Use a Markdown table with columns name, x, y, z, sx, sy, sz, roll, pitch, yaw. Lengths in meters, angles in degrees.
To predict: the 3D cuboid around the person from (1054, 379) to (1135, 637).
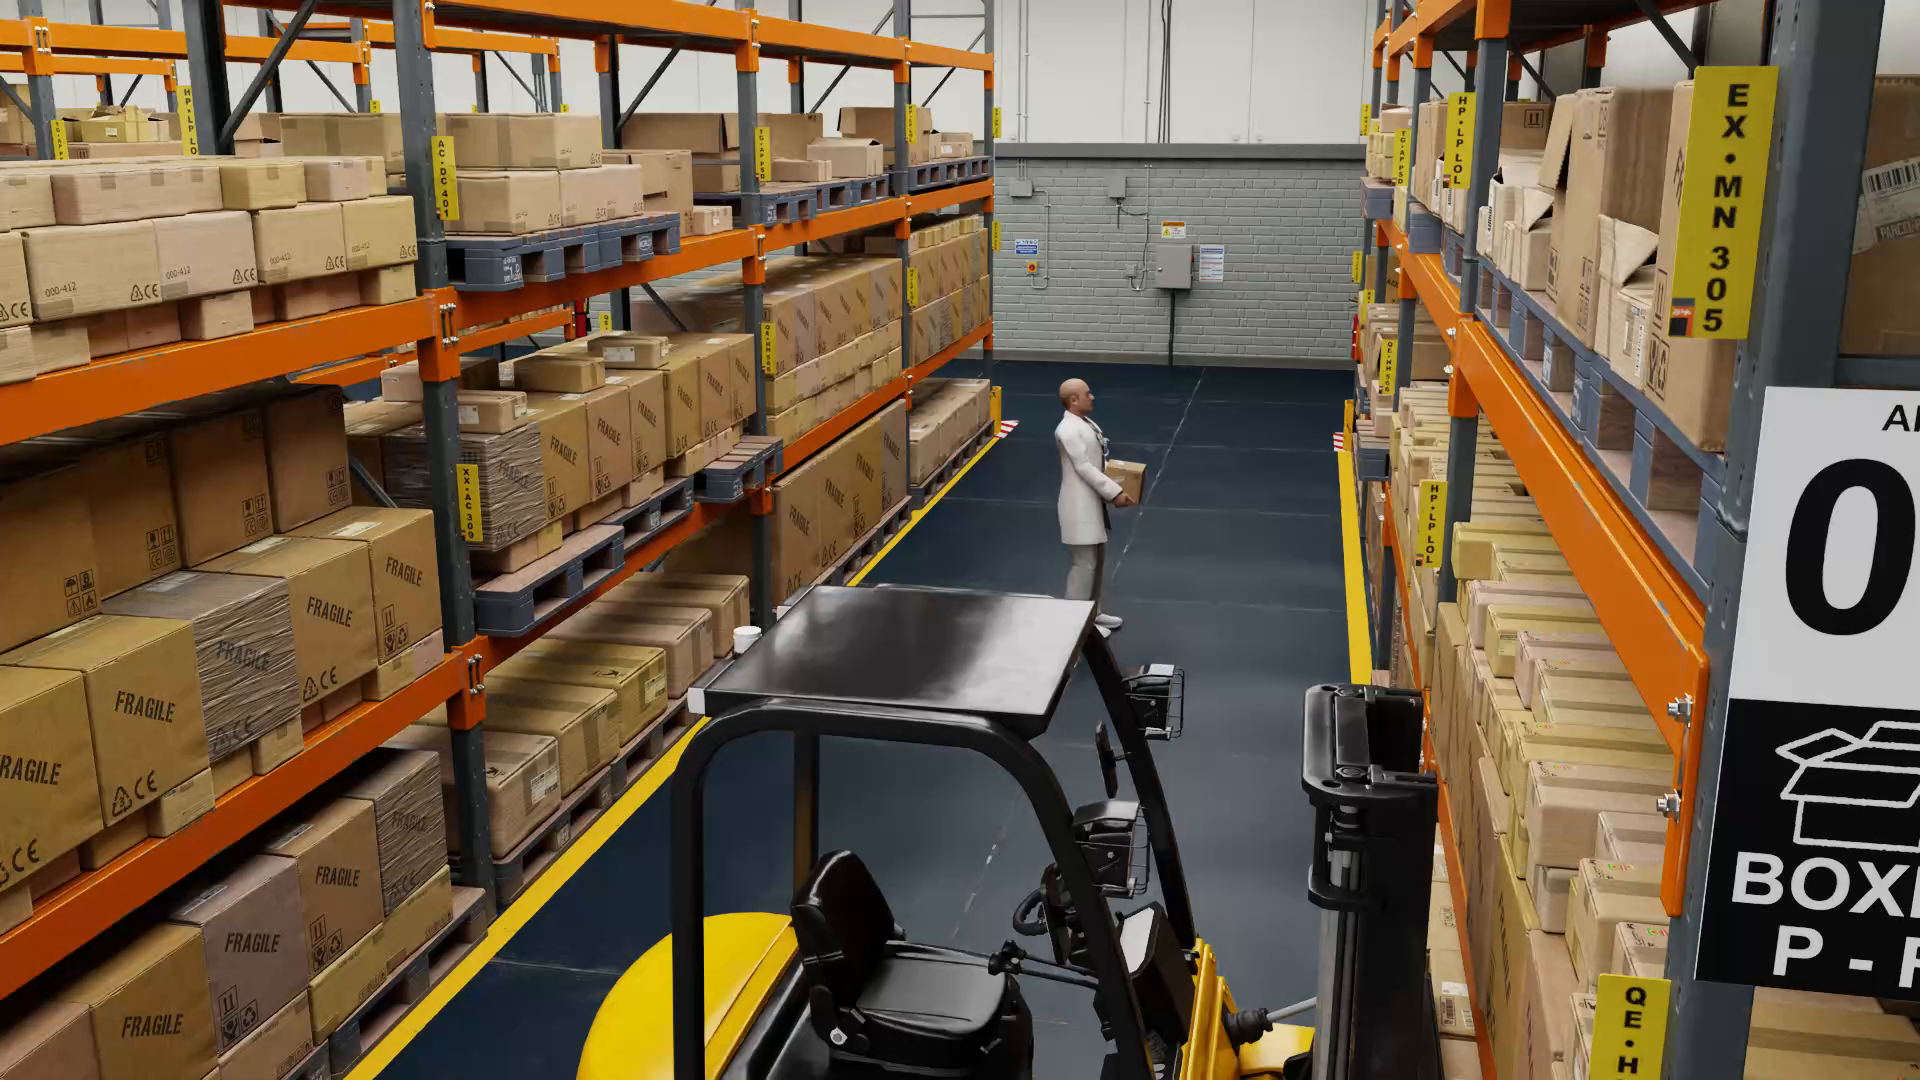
| name | x | y | z | sx | sy | sz | roll | pitch | yaw |
| --- | --- | --- | --- | --- | --- | --- | --- | --- | --- |
| person | 0.938 | -0.179 | 11.419 | 0.555 | 1.681 | 0.530 | 3 | 15 | 12 |
